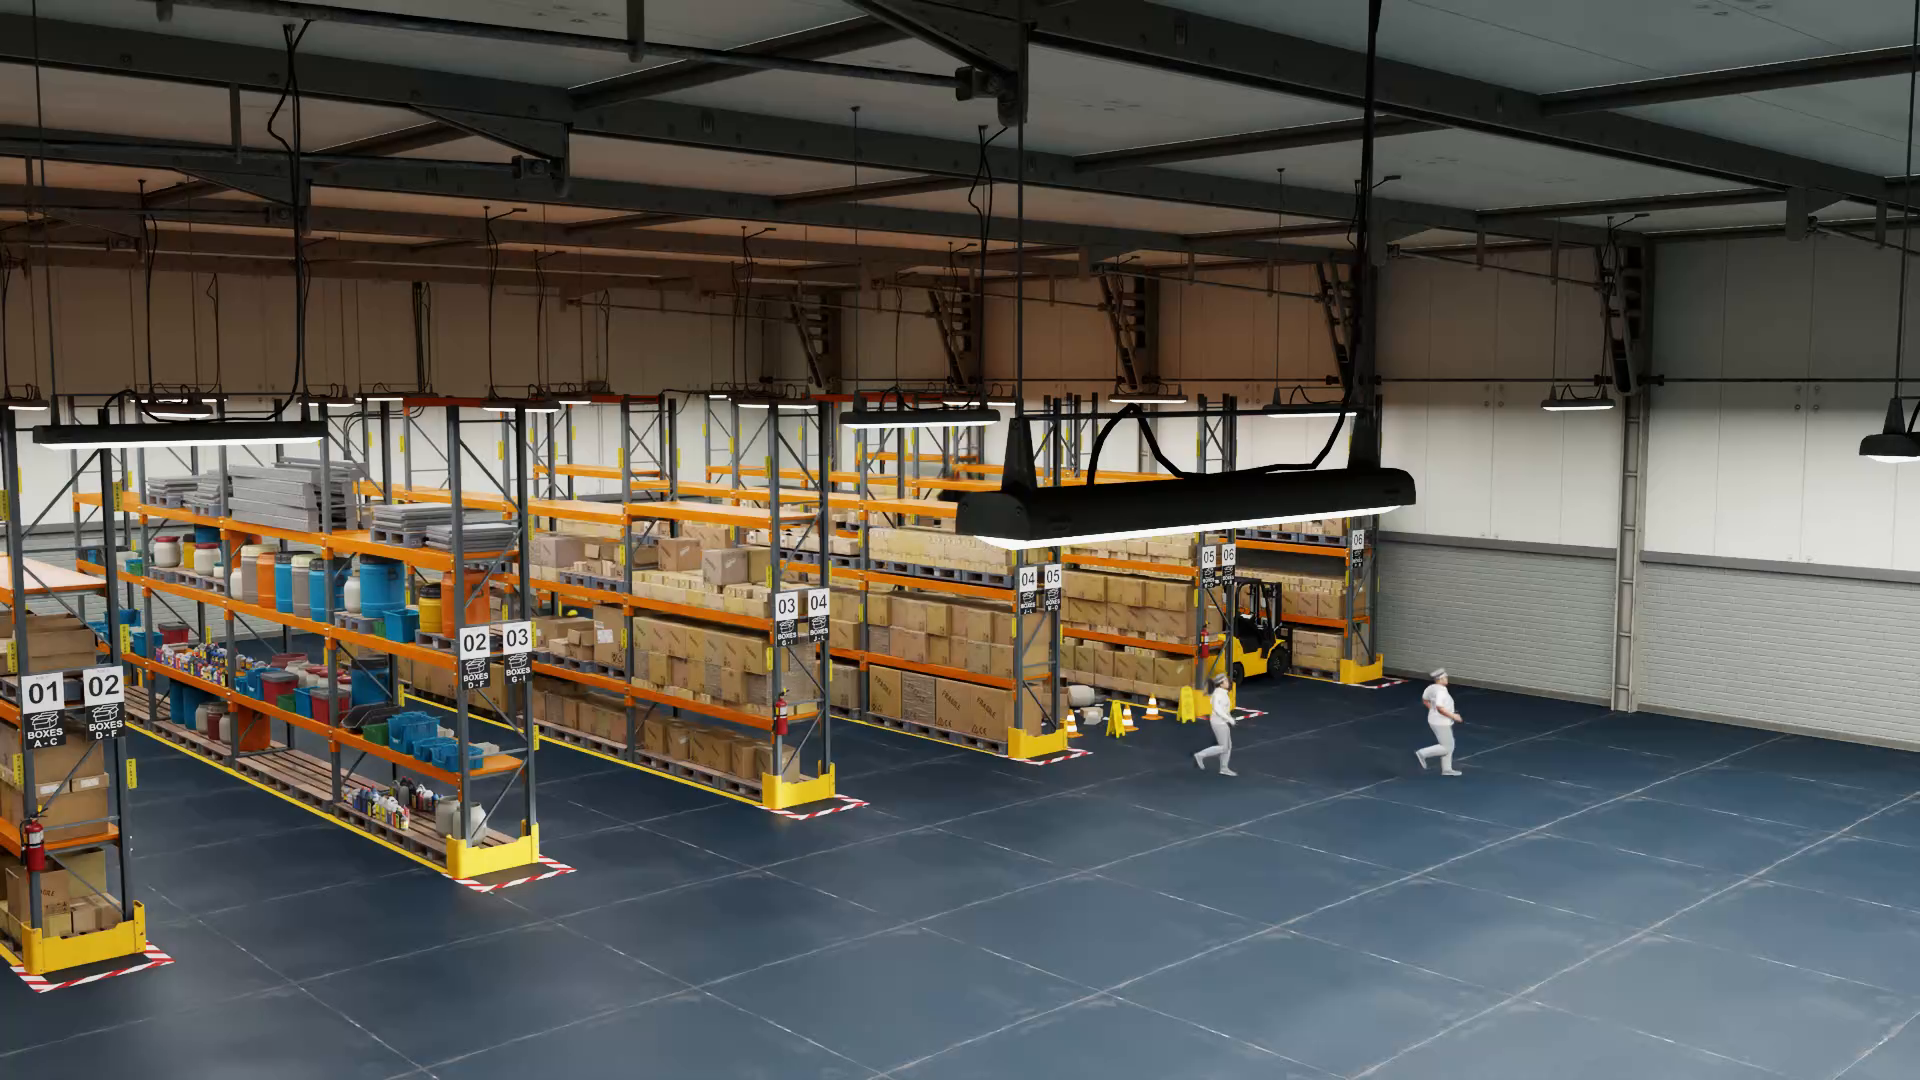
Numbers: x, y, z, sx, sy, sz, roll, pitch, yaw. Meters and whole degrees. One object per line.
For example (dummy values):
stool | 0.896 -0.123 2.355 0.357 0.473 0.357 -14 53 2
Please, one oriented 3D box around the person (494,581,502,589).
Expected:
person | -10.626 1.813 38.183 0.728 1.726 0.678 -2 6 -21

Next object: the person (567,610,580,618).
person | -7.741 2.252 33.360 0.625 1.718 0.702 5 7 40

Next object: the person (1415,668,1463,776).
person | 7.627 2.902 26.500 0.798 1.746 0.663 0 6 -2

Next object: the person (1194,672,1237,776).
person | 4.100 2.941 26.633 0.695 1.686 0.622 0 6 5
